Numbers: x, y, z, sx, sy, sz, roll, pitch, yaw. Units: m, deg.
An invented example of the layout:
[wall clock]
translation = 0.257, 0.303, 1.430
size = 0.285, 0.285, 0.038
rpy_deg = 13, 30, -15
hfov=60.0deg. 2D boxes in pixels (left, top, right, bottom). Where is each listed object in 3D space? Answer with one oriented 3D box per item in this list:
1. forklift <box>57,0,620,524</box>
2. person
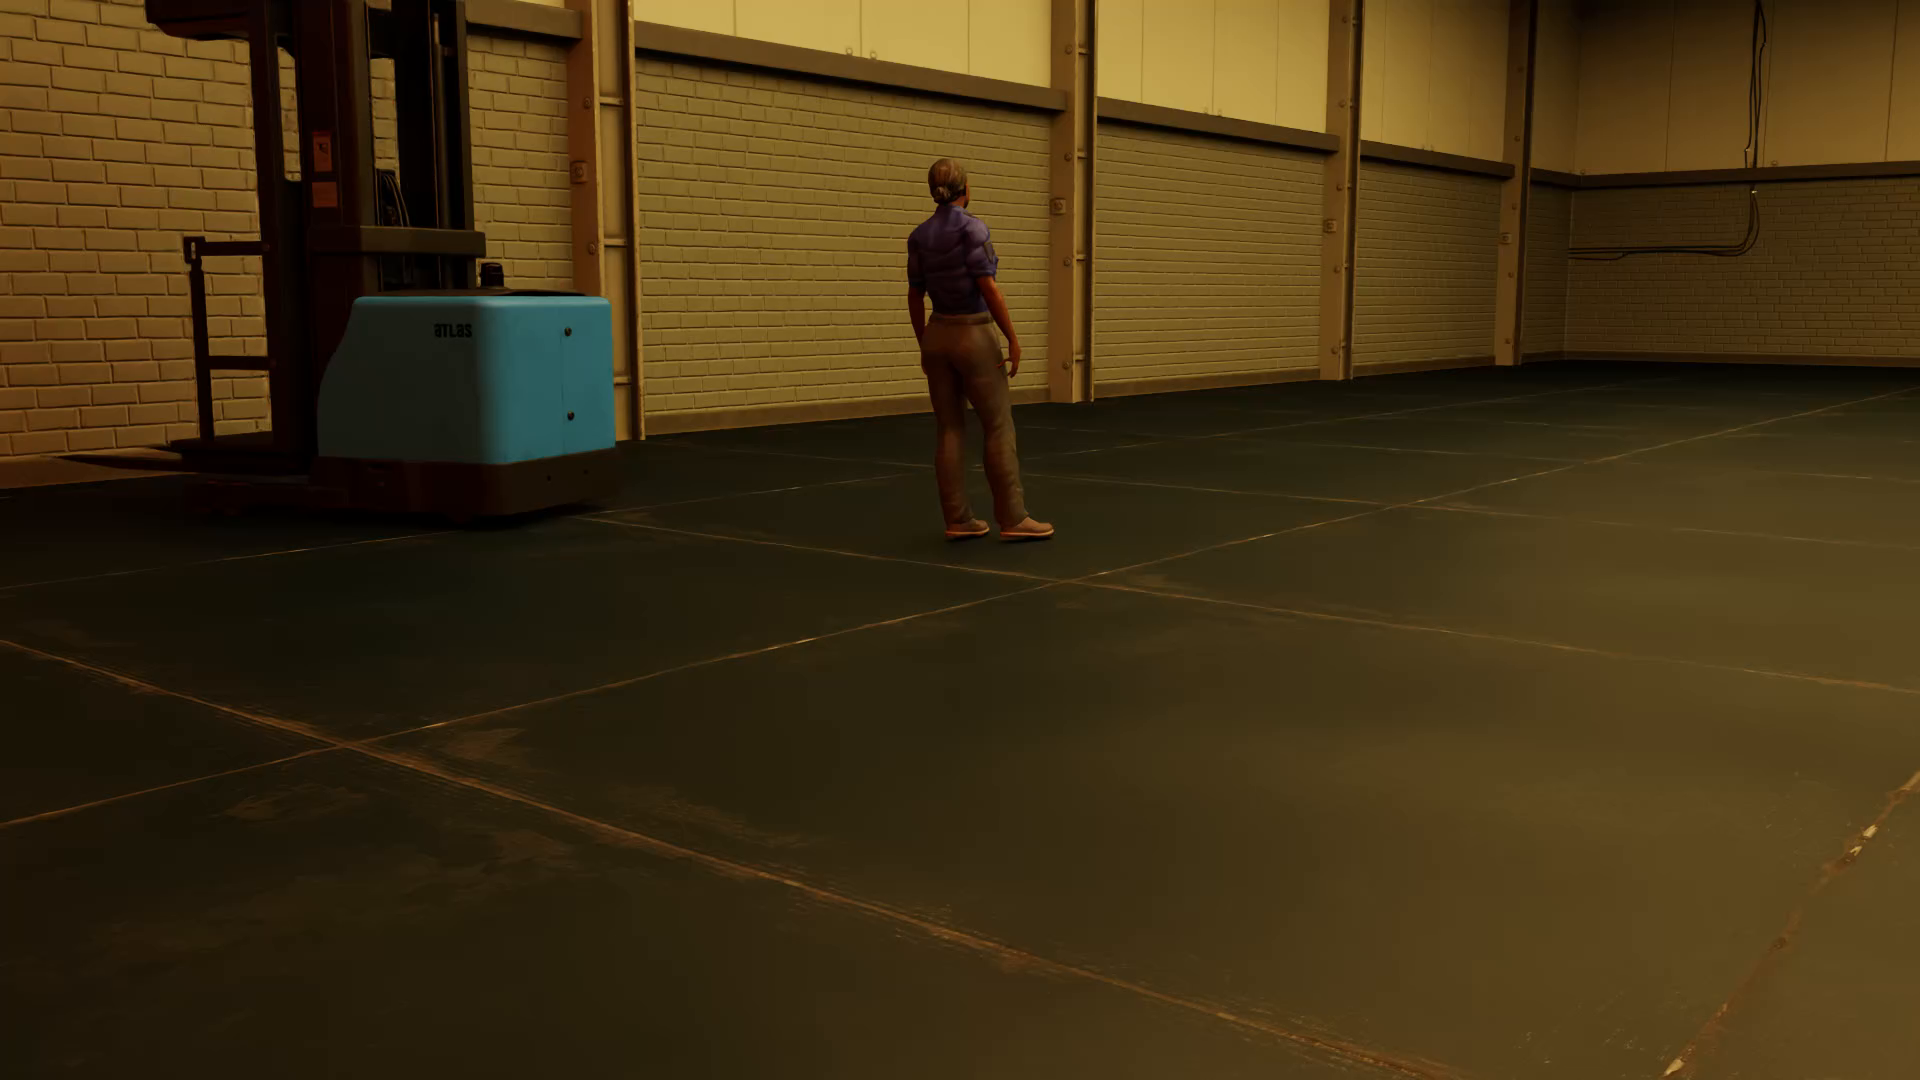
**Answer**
[forklift]
translation = -3.313, -1.637, 8.471
size = 3.031, 2.935, 1.130
rpy_deg = 3, 9, 22
[person]
translation = 0.071, -0.834, 7.339
size = 0.569, 1.656, 0.503
rpy_deg = 7, 11, 38
